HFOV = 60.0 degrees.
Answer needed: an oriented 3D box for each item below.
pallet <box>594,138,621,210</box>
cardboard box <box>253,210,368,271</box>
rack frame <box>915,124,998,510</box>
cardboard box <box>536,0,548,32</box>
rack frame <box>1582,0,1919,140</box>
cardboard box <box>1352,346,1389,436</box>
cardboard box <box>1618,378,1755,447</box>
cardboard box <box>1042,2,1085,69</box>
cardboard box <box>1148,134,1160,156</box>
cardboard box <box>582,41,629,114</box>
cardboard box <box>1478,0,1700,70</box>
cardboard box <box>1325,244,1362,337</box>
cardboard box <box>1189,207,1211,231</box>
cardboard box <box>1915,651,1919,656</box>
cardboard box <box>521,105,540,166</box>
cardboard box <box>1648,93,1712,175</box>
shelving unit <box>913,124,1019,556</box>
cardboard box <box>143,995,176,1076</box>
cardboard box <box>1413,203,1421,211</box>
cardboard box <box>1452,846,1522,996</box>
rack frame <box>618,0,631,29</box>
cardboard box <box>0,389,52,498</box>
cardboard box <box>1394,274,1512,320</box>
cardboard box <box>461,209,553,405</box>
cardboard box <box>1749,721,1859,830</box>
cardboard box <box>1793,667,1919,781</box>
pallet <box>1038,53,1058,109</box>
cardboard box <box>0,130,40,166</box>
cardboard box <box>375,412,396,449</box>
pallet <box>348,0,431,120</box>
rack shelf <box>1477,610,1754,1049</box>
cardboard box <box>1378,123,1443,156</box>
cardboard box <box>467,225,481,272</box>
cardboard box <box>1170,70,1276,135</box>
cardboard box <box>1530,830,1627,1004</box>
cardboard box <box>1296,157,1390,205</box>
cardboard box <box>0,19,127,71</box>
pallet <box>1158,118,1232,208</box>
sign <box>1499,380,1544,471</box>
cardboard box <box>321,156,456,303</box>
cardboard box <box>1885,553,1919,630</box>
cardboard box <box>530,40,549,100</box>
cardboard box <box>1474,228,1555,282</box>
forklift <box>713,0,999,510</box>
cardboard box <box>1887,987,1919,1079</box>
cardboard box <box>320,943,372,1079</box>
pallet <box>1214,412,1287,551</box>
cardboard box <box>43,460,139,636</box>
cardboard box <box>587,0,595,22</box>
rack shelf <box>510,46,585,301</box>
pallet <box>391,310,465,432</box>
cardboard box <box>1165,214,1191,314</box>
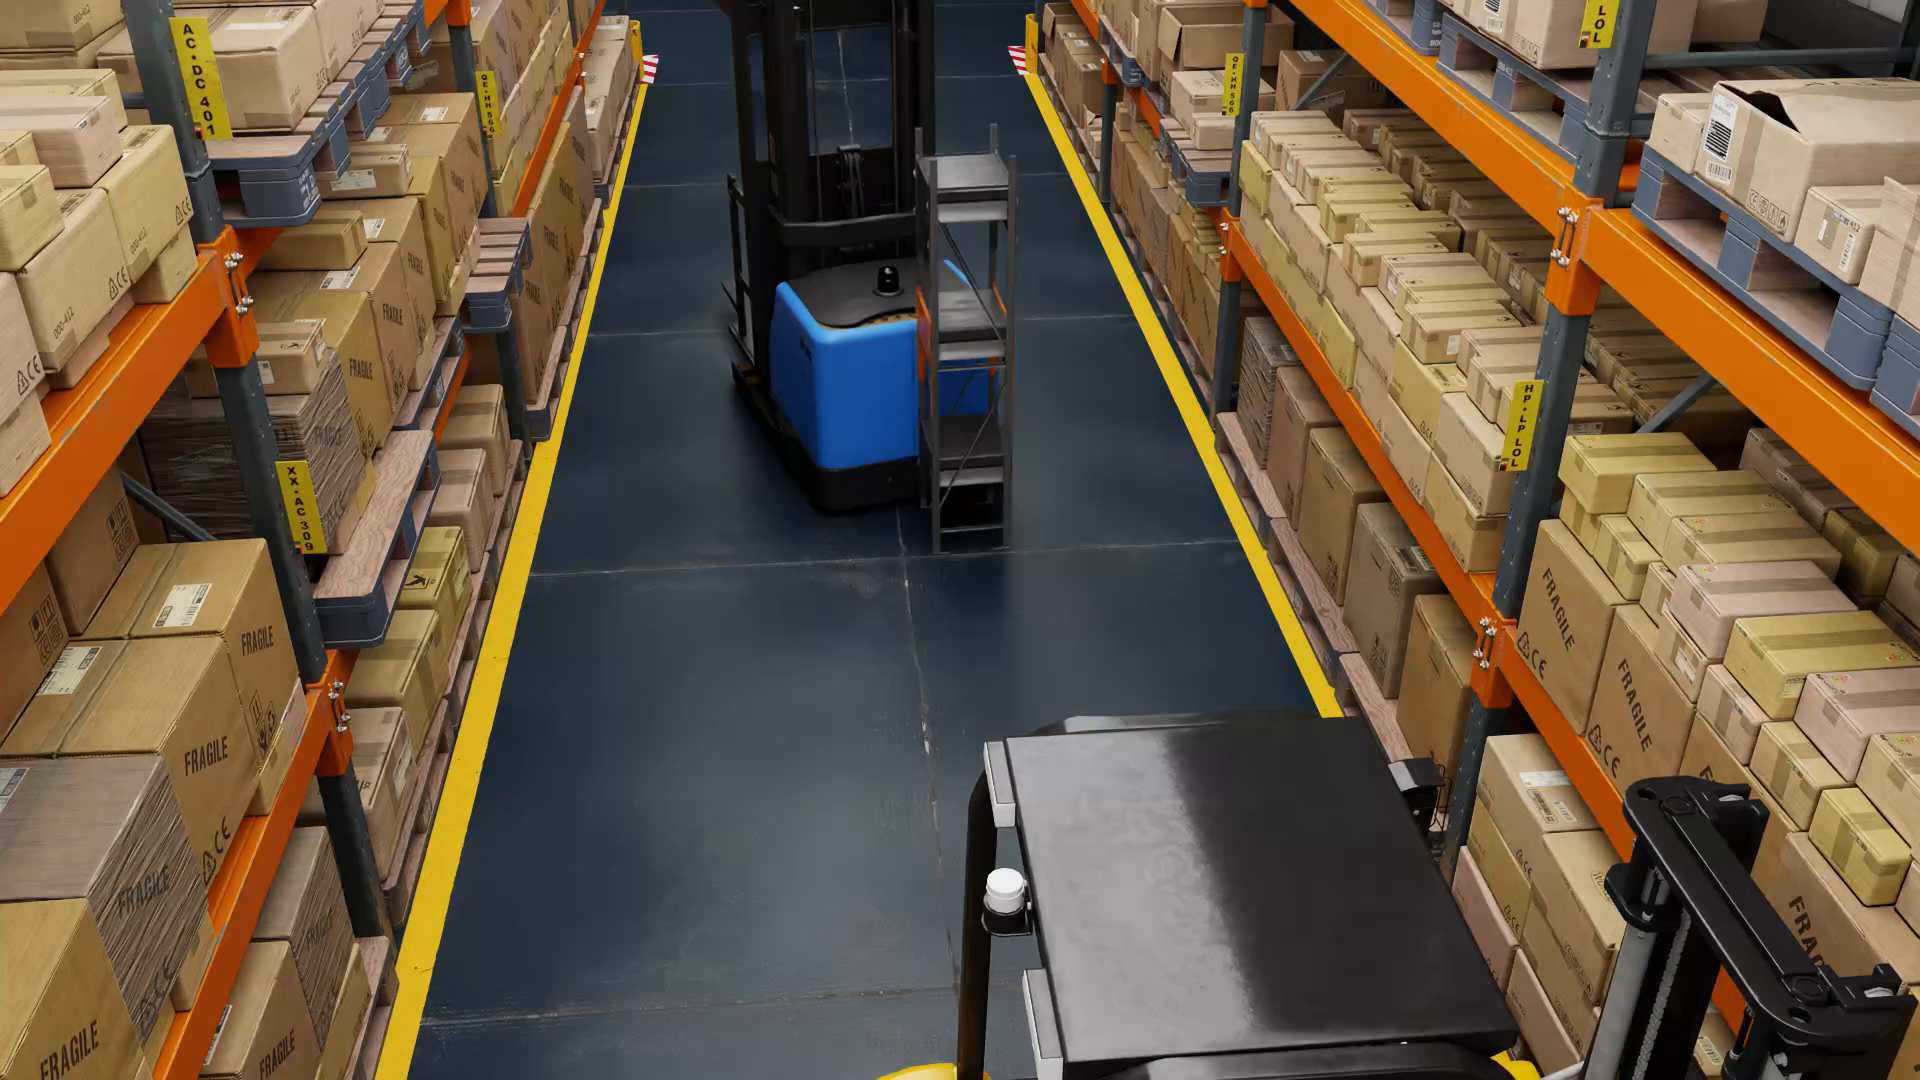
[{"bbox_3d":[-3.321,-2.976,13.527,1.003,0.211,1.213,-3,31,-5],"label":"pallet"},{"bbox_3d":[-2.476,-1.133,6.292,0.380,0.149,0.250,-1,31,-2],"label":"cardboard box"},{"bbox_3d":[-0.017,-1.085,8.519,0.400,2.100,0.015,-5,31,-8],"label":"rack frame"},{"bbox_3d":[-2.952,-3.514,10.635,0.500,0.500,0.500,-2,31,-3],"label":"cardboard box"},{"bbox_3d":[2.361,-2.512,4.181,1.000,3.000,0.127,-3,31,-5],"label":"rack frame"},{"bbox_3d":[1.985,-0.628,7.023,0.500,0.250,0.500,-3,31,-4],"label":"cardboard box"},{"bbox_3d":[2.542,-0.448,5.845,0.380,0.149,0.250,-3,31,-6],"label":"cardboard box"},{"bbox_3d":[1.203,-4.855,15.978,0.797,0.503,0.637,-4,31,-7],"label":"cardboard box"},{"bbox_3d":[1.560,-2.803,11.914,0.380,0.149,0.250,-3,31,-5],"label":"cardboard box"},{"bbox_3d":[-3.446,-4.105,14.786,0.875,0.438,0.875,-2,31,-3],"label":"cardboard box"},{"bbox_3d":[2.051,-1.767,5.438,0.500,0.311,0.500,-4,31,-6],"label":"cardboard box"},{"bbox_3d":[1.935,-1.108,7.338,0.500,0.250,0.500,-2,31,-4],"label":"cardboard box"},{"bbox_3d":[1.673,-2.016,10.595,0.380,0.149,0.250,-2,31,-3],"label":"cardboard box"},{"bbox_3d":[2.715,0.417,4.396,0.380,0.149,0.250,-2,31,-3],"label":"cardboard box"},{"bbox_3d":[-2.858,-2.466,10.100,0.500,0.250,0.500,-2,31,-3],"label":"cardboard box"},{"bbox_3d":[2.101,-1.096,4.473,0.380,0.149,0.250,-2,31,-4],"label":"cardboard box"},{"bbox_3d":[0.021,-0.961,8.312,0.431,2.100,0.503,-5,31,-8],"label":"shelving unit"},{"bbox_3d":[-2.154,1.211,4.042,0.380,0.149,0.250,-3,31,-5],"label":"cardboard box"},{"bbox_3d":[2.400,-1.396,7.821,0.500,0.250,0.500,-3,31,-5],"label":"cardboard box"},{"bbox_3d":[2.077,1.326,5.876,0.500,0.250,0.500,-2,31,-4],"label":"cardboard box"},{"bbox_3d":[-3.701,-5.824,15.575,1.000,3.000,0.127,-3,31,-5],"label":"rack frame"},{"bbox_3d":[-2.165,-0.204,3.487,0.380,0.149,0.250,-2,31,-3],"label":"cardboard box"},{"bbox_3d":[1.977,-0.945,6.677,0.380,0.149,0.250,-3,31,-6],"label":"cardboard box"},{"bbox_3d":[-2.936,-1.364,9.771,0.875,0.875,0.875,-3,31,-5],"label":"cardboard box"},{"bbox_3d":[2.220,0.572,4.137,0.380,0.149,0.250,-4,31,-6],"label":"cardboard box"},{"bbox_3d":[2.295,0.445,4.060,0.380,0.149,0.250,-3,31,-5],"label":"cardboard box"},{"bbox_3d":[1.323,-4.420,15.945,1.003,0.211,1.213,-3,31,-5],"label":"pallet"},{"bbox_3d":[-2.297,-0.802,3.709,0.380,0.149,0.250,-2,31,-3],"label":"cardboard box"},{"bbox_3d":[-2.417,-0.469,6.446,0.380,0.149,0.250,-2,31,-4],"label":"cardboard box"},{"bbox_3d":[-2.632,-1.754,6.019,1.213,0.211,1.003,-3,31,-5],"label":"pallet"},{"bbox_3d":[2.548,1.393,4.194,1.077,0.370,4.000,-3,31,-5],"label":"rack shelf"},{"bbox_3d":[2.355,-2.016,8.469,0.380,0.149,0.250,-2,31,-3],"label":"cardboard box"},{"bbox_3d":[-2.524,-1.396,7.997,0.380,0.149,0.250,-3,31,-5],"label":"cardboard box"},{"bbox_3d":[1.567,-2.618,9.945,0.500,0.250,0.500,-4,31,-7],"label":"cardboard box"},{"bbox_3d":[2.132,1.158,5.183,0.500,0.250,0.500,-3,31,-5],"label":"cardboard box"},{"bbox_3d":[1.837,-1.724,7.982,0.380,0.149,0.250,-2,31,-4],"label":"cardboard box"},{"bbox_3d":[-2.779,-1.392,4.967,0.500,0.250,0.500,-3,31,-6],"label":"cardboard box"},{"bbox_3d":[1.854,-2.239,9.761,1.213,0.211,1.003,-3,31,-5],"label":"pallet"},{"bbox_3d":[1.822,-0.369,5.390,0.100,0.325,0.005,-3,31,-5],"label":"sign"},{"bbox_3d":[-2.527,-1.350,7.288,0.500,0.500,0.500,-5,31,-8],"label":"cardboard box"},{"bbox_3d":[2.798,0.152,4.550,0.380,0.149,0.250,-3,31,-6],"label":"cardboard box"},{"bbox_3d":[-2.871,-2.939,10.403,0.500,0.250,0.500,-2,31,-4],"label":"cardboard box"},{"bbox_3d":[2.446,-1.228,7.151,0.380,0.149,0.250,-2,31,-4],"label":"cardboard box"},{"bbox_3d":[-0.768,-2.163,9.512,1.130,2.935,3.031,-11,33,-17],"label":"forklift"},{"bbox_3d":[2.340,1.297,3.556,0.500,0.500,0.500,-3,31,-6],"label":"cardboard box"},{"bbox_3d":[-2.257,1.592,5.431,0.500,0.250,0.500,-1,31,-2],"label":"cardboard box"},{"bbox_3d":[2.026,-0.360,9.146,1.003,0.211,1.213,-3,31,-5],"label":"pallet"},{"bbox_3d":[-2.755,-0.062,4.566,0.700,0.500,0.500,-3,31,-5],"label":"cardboard box"},{"bbox_3d":[-3.154,-4.334,12.983,0.500,0.500,0.500,-3,31,-4],"label":"cardboard box"},{"bbox_3d":[-3.141,-2.451,10.631,1.077,0.370,4.000,-3,31,-5],"label":"rack shelf"},{"bbox_3d":[-2.728,-0.648,7.097,1.003,0.211,1.213,-3,31,-5],"label":"pallet"},{"bbox_3d":[1.646,-1.815,10.891,0.500,0.500,0.500,-1,31,-2],"label":"cardboard box"}]
